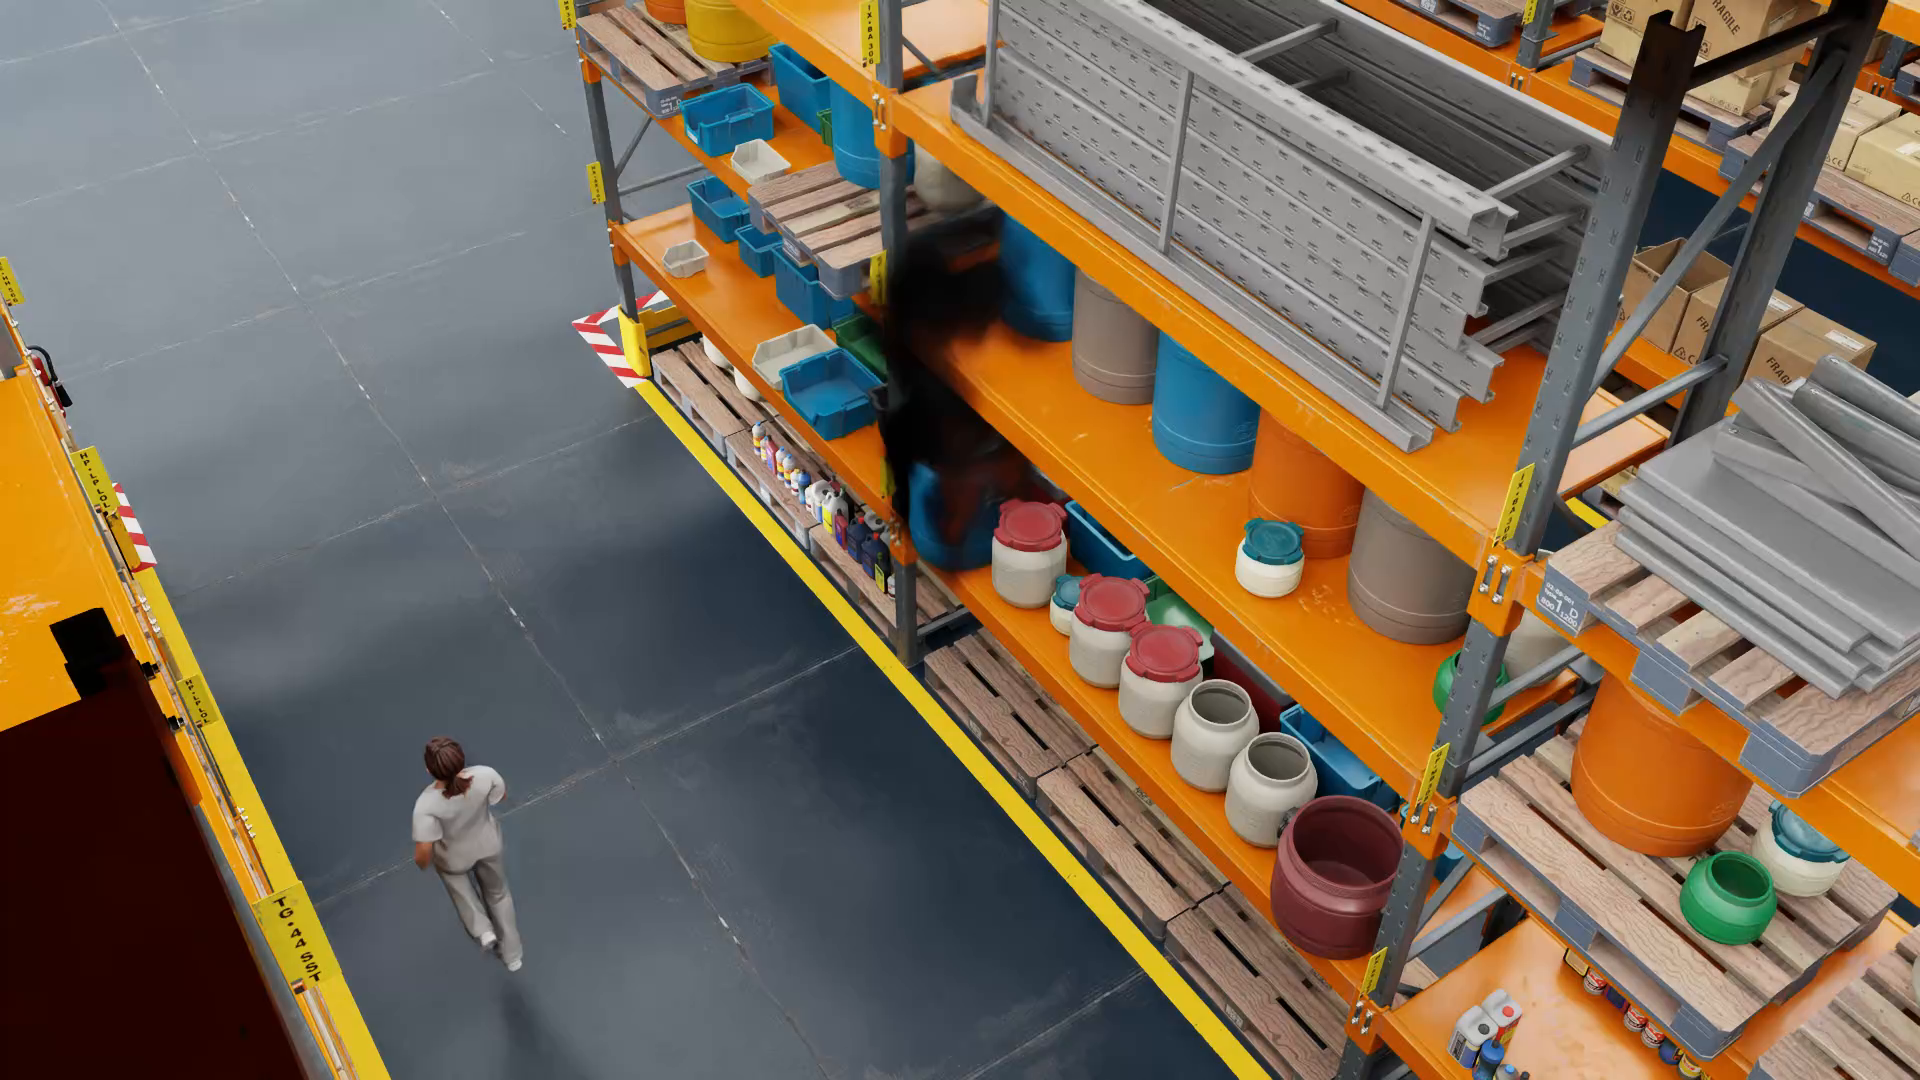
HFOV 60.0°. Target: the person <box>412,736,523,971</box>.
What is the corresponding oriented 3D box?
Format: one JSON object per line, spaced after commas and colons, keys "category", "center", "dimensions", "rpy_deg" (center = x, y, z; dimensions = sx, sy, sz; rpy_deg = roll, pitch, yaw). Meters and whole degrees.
{"category": "person", "center": [-2.529, 1.543, 8.449], "dimensions": [0.550, 1.657, 0.571], "rpy_deg": [-26, 49, -26]}
